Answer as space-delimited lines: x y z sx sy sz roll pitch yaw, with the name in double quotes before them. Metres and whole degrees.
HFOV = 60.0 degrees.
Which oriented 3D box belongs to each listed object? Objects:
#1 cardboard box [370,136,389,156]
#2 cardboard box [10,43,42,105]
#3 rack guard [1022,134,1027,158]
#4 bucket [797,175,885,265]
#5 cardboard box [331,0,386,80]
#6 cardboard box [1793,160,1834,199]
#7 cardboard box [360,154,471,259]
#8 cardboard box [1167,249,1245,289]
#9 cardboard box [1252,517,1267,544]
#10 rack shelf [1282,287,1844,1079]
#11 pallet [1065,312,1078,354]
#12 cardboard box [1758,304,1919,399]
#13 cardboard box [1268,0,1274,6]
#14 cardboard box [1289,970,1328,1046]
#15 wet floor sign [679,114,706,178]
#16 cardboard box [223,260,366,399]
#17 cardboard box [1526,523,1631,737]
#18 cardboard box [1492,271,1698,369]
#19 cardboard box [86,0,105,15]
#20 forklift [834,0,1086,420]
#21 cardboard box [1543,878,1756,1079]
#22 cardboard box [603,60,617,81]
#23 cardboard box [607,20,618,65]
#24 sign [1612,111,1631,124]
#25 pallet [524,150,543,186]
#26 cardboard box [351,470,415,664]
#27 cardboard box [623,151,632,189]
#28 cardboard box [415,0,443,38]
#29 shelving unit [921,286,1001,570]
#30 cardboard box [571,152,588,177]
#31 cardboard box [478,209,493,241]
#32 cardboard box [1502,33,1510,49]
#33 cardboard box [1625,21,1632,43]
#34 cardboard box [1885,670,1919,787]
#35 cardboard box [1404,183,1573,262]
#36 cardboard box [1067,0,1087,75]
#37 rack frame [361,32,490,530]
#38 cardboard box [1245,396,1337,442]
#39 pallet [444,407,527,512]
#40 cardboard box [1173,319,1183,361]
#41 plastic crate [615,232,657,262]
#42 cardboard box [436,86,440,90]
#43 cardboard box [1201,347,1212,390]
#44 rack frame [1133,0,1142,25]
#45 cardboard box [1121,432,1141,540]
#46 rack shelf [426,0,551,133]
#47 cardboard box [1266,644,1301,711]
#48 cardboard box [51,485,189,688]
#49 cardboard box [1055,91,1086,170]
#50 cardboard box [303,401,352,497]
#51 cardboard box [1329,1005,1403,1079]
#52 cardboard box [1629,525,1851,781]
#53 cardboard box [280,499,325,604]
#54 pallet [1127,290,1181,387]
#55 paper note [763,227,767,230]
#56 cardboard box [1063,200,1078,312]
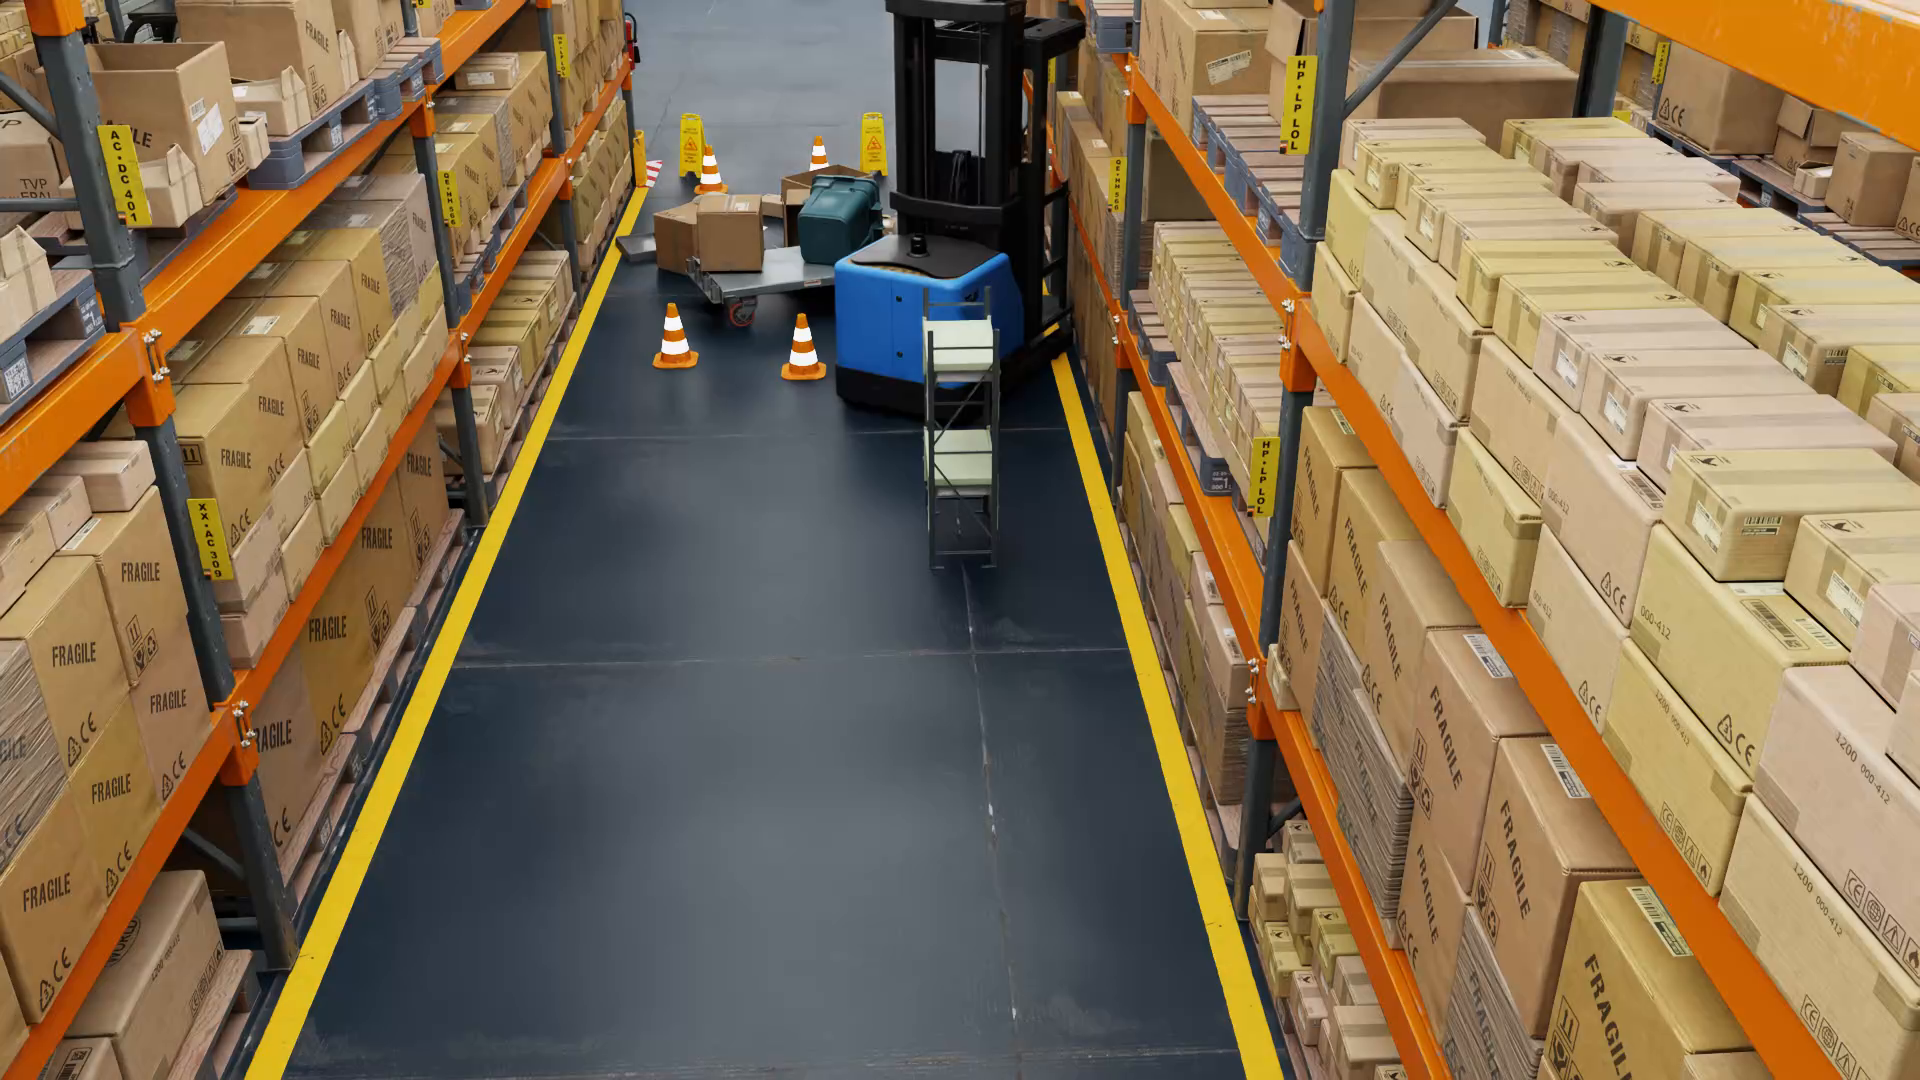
"cardboard box" -3.801 -2.219 10.377 0.500 0.500 0.500 -2 28 -3
"cardboard box" -8.466 -4.103 14.765 0.500 0.500 0.500 -1 28 -2
"rack guard" 1.058 -4.178 17.721 1.175 0.500 0.348 -1 28 -3
"bucket" -1.042 -2.658 13.999 0.726 0.611 0.620 8 39 15
"cardboard box" -3.220 -2.523 8.037 0.700 0.500 0.500 -3 28 -5
"cardboard box" 6.078 -2.544 11.576 0.396 0.266 0.258 -2 28 -4
"cardboard box" -3.254 -1.991 9.939 0.500 0.500 0.500 -2 28 -4
"cardboard box" 1.332 -1.464 8.988 0.380 0.149 0.250 -2 28 -3
"cardboard box" 1.453 -0.107 7.030 0.380 0.149 0.250 -1 28 -2
"rack shelf" 1.790 0.179 4.198 1.077 0.370 4.000 -1 28 -3
"pallet" 1.383 -1.837 13.545 1.003 0.211 1.213 -1 28 -3
"cardboard box" 2.053 -0.422 3.761 0.380 0.149 0.250 0 28 -1
"cardboard box" 1.799 -2.467 8.385 0.500 0.500 0.500 -1 28 -3
"cardboard box" 1.462 1.756 6.268 0.380 0.149 0.250 -2 28 -3
"wet floor sign" -2.821 -4.179 17.565 0.267 0.644 0.232 8 29 15
"cardboard box" -3.100 -0.970 7.677 0.500 0.500 0.500 -2 28 -3
"cardboard box" 1.560 0.181 3.577 0.500 0.250 0.500 0 28 0
"cardboard box" 1.506 -0.527 3.963 0.380 0.149 0.250 -2 28 -4
"cardboard box" -8.538 -5.166 16.102 0.380 0.149 0.250 -1 28 -2
"forklift" 0.239 -2.790 12.429 1.130 2.935 3.031 14 31 25
"cardboard box" 1.596 1.055 3.473 0.500 0.500 0.500 -2 28 -4
"cardboard box" -3.486 -4.479 15.866 0.380 0.149 0.250 -1 28 -2
"cardboard box" -3.554 -4.810 15.799 0.500 0.500 0.500 -1 28 -3
"sign" 2.227 -1.310 5.715 0.100 0.325 0.005 -1 28 -3
"pallet" -3.776 -2.821 12.622 1.003 0.211 1.213 -1 28 -3
"cardboard box" -3.466 0.074 8.708 0.875 0.875 0.875 -1 28 -2
"cardboard box" -3.567 -3.699 16.617 0.500 0.250 0.500 -2 28 -3
"cardboard box" -3.501 -3.227 9.842 0.700 0.500 0.500 -1 28 -3
"shelving unit" 0.000 -0.668 9.909 0.431 1.500 0.755 -1 28 -3
"cardboard box" -3.378 -3.187 14.125 0.380 0.149 0.250 -1 28 -2
"cardboard box" -3.236 -2.031 10.717 0.380 0.149 0.250 -1 28 -2
"cardboard box" 5.794 -5.100 17.056 0.380 0.149 0.250 -1 28 -3
"cardboard box" 5.900 -4.553 14.225 0.500 0.500 0.500 -1 28 -3
"cardboard box" 1.583 0.305 2.368 0.380 0.149 0.250 -2 28 -3
"cardboard box" 1.477 -0.893 4.666 0.380 0.149 0.250 -2 28 -4
"cardboard box" 1.283 -4.145 13.623 0.875 0.550 0.550 -1 28 -3
"rack frame" -3.461 -1.415 9.719 1.000 3.000 0.127 -1 28 -3
"cardboard box" 1.443 -0.497 7.133 0.380 0.149 0.250 -2 28 -4
"pallet" -3.501 -0.539 11.056 1.003 0.211 1.213 -1 28 -3
"cardboard box" 1.342 -1.071 8.878 0.380 0.149 0.250 0 28 0
"plastic crate" -2.933 -2.712 15.364 0.402 0.080 0.583 -11 30 -20
"cardboard box" -3.839 -3.187 11.532 0.380 0.149 0.250 0 28 0
"cardboard box" 1.388 -0.840 8.114 0.380 0.149 0.250 0 28 -1
"rack frame" 1.477 -4.241 8.650 1.000 3.000 0.127 -1 28 -3
"cardboard box" 1.259 -0.326 9.881 0.500 0.500 0.500 -3 28 -5
"rack shelf" -3.566 -3.350 10.963 1.077 0.370 4.000 -1 28 -3
"cardboard box" 1.373 0.516 6.288 0.380 0.149 0.250 0 28 -1
"cardboard box" -2.952 0.156 5.518 0.500 0.500 0.500 -2 28 -3
"cardboard box" 1.026 -3.223 13.078 0.500 0.500 0.500 -1 28 -2
"cardboard box" -3.049 -0.407 7.407 0.500 0.250 0.500 -1 28 -2
"cardboard box" 1.482 1.728 5.679 0.380 0.149 0.250 -1 28 -2
"cardboard box" 1.588 0.186 3.028 0.500 0.250 0.500 -2 28 -4
"cardboard box" -3.040 0.050 7.072 0.500 0.250 0.500 -2 28 -4
"pallet" 1.620 -1.169 9.456 1.213 0.211 1.003 -1 28 -3
"paper note" -1.947 -3.003 15.988 0.148 0.019 0.142 8 29 15
"cardboard box" 1.390 -2.333 13.457 1.050 0.750 0.750 -2 28 -3
